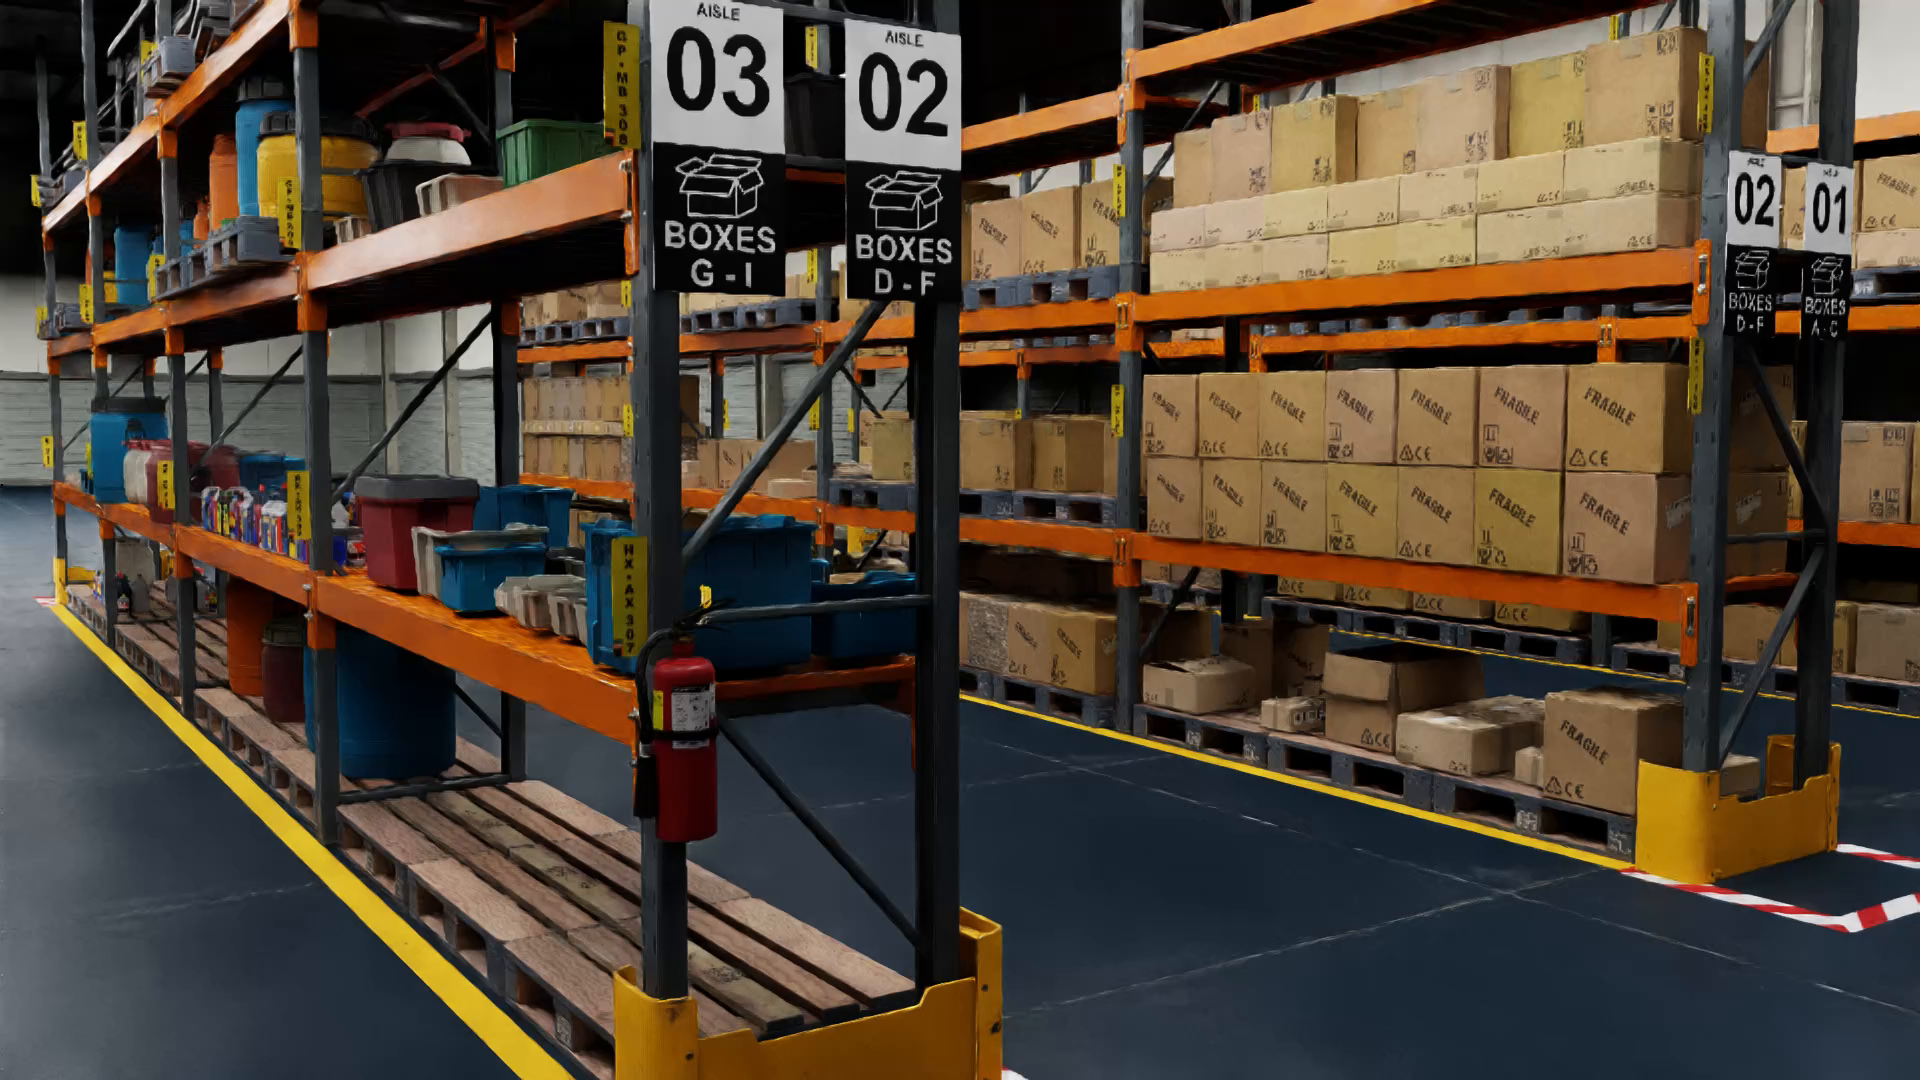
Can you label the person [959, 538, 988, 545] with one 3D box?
[{"bbox_3d":[0.113,-0.057,15.925,0.435,1.830,0.634,-2,5,-23],"label":"person"}]
